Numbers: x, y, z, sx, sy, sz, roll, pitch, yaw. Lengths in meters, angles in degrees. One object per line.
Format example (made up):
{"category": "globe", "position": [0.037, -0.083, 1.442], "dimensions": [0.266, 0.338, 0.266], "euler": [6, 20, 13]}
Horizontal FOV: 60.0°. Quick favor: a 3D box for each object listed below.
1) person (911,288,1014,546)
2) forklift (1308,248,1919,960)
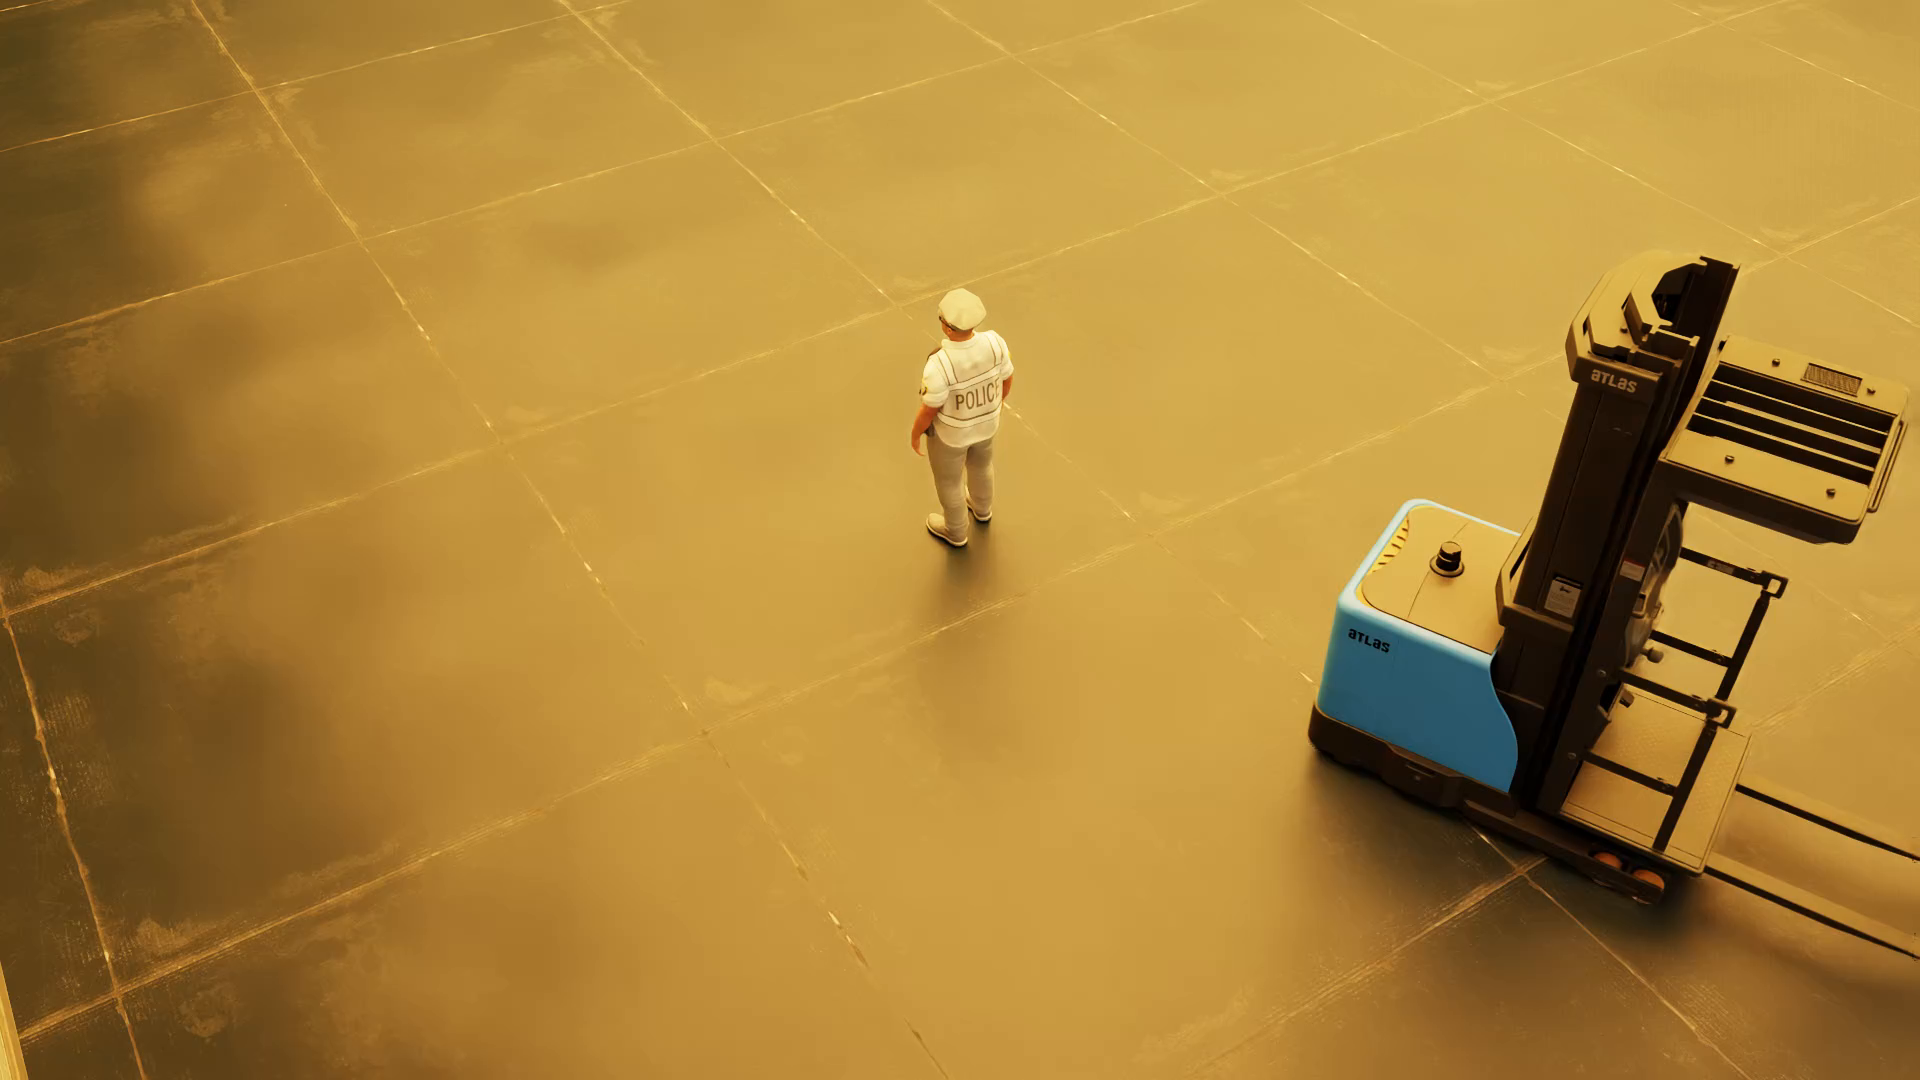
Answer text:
{"category": "person", "position": [-0.032, -0.724, 9.561], "dimensions": [0.641, 1.780, 0.574], "euler": [-23, 46, -24]}
{"category": "forklift", "position": [3.358, 0.259, 7.575], "dimensions": [3.031, 2.935, 1.130], "euler": [23, 46, 24]}
